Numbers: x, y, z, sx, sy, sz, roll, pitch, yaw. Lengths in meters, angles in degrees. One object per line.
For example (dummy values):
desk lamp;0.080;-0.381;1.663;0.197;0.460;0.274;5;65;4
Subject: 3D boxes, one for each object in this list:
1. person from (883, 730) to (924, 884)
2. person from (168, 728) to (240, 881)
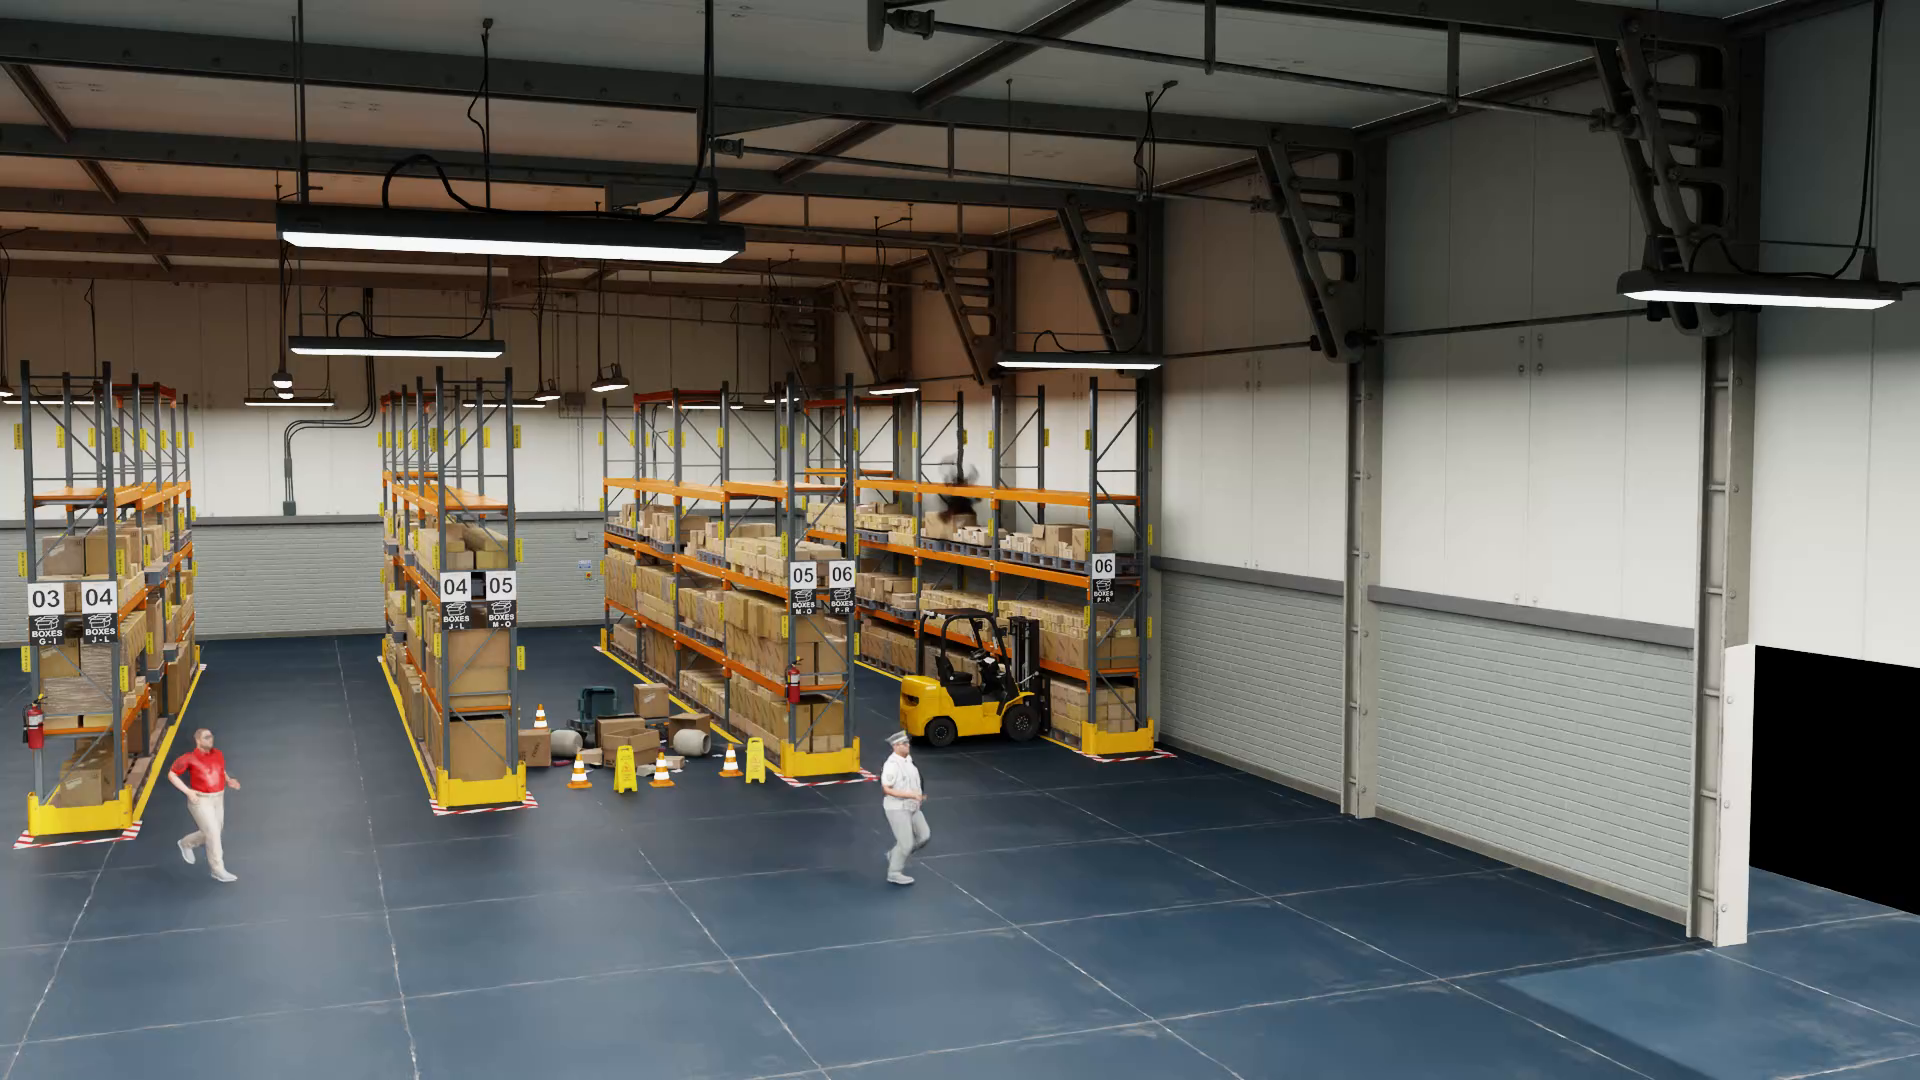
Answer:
person;-0.669;2.997;18.758;0.450;1.736;0.459;2;4;25
person;-8.657;3.015;19.026;0.902;1.731;0.663;1;4;20
